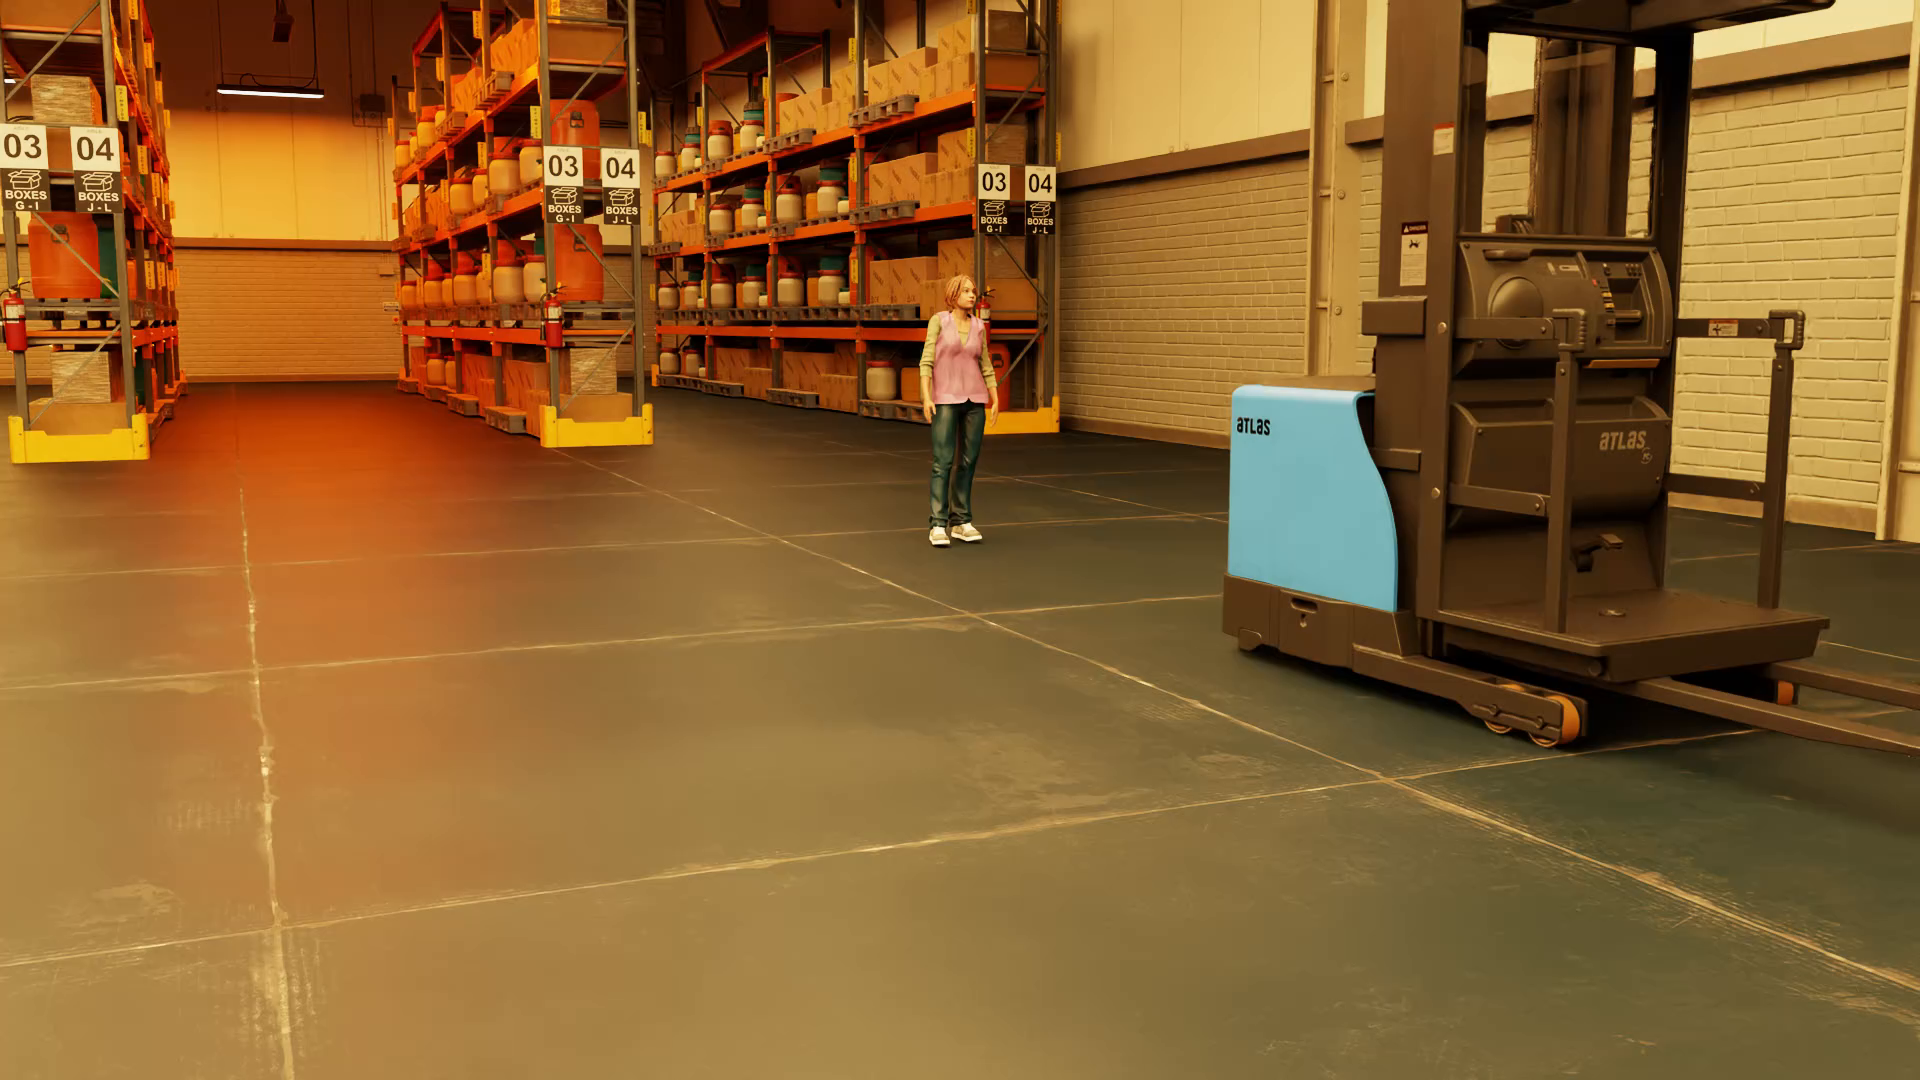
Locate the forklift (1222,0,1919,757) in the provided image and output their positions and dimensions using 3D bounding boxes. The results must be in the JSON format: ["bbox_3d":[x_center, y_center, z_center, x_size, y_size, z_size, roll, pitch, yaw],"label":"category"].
[{"bbox_3d":[2.182,-0.867,5.518,1.130,2.935,3.031,-4,8,-27],"label":"forklift"}]

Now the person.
[{"bbox_3d":[0.016,-0.782,9.977,0.520,1.582,0.476,-3,8,-23],"label":"person"}]
